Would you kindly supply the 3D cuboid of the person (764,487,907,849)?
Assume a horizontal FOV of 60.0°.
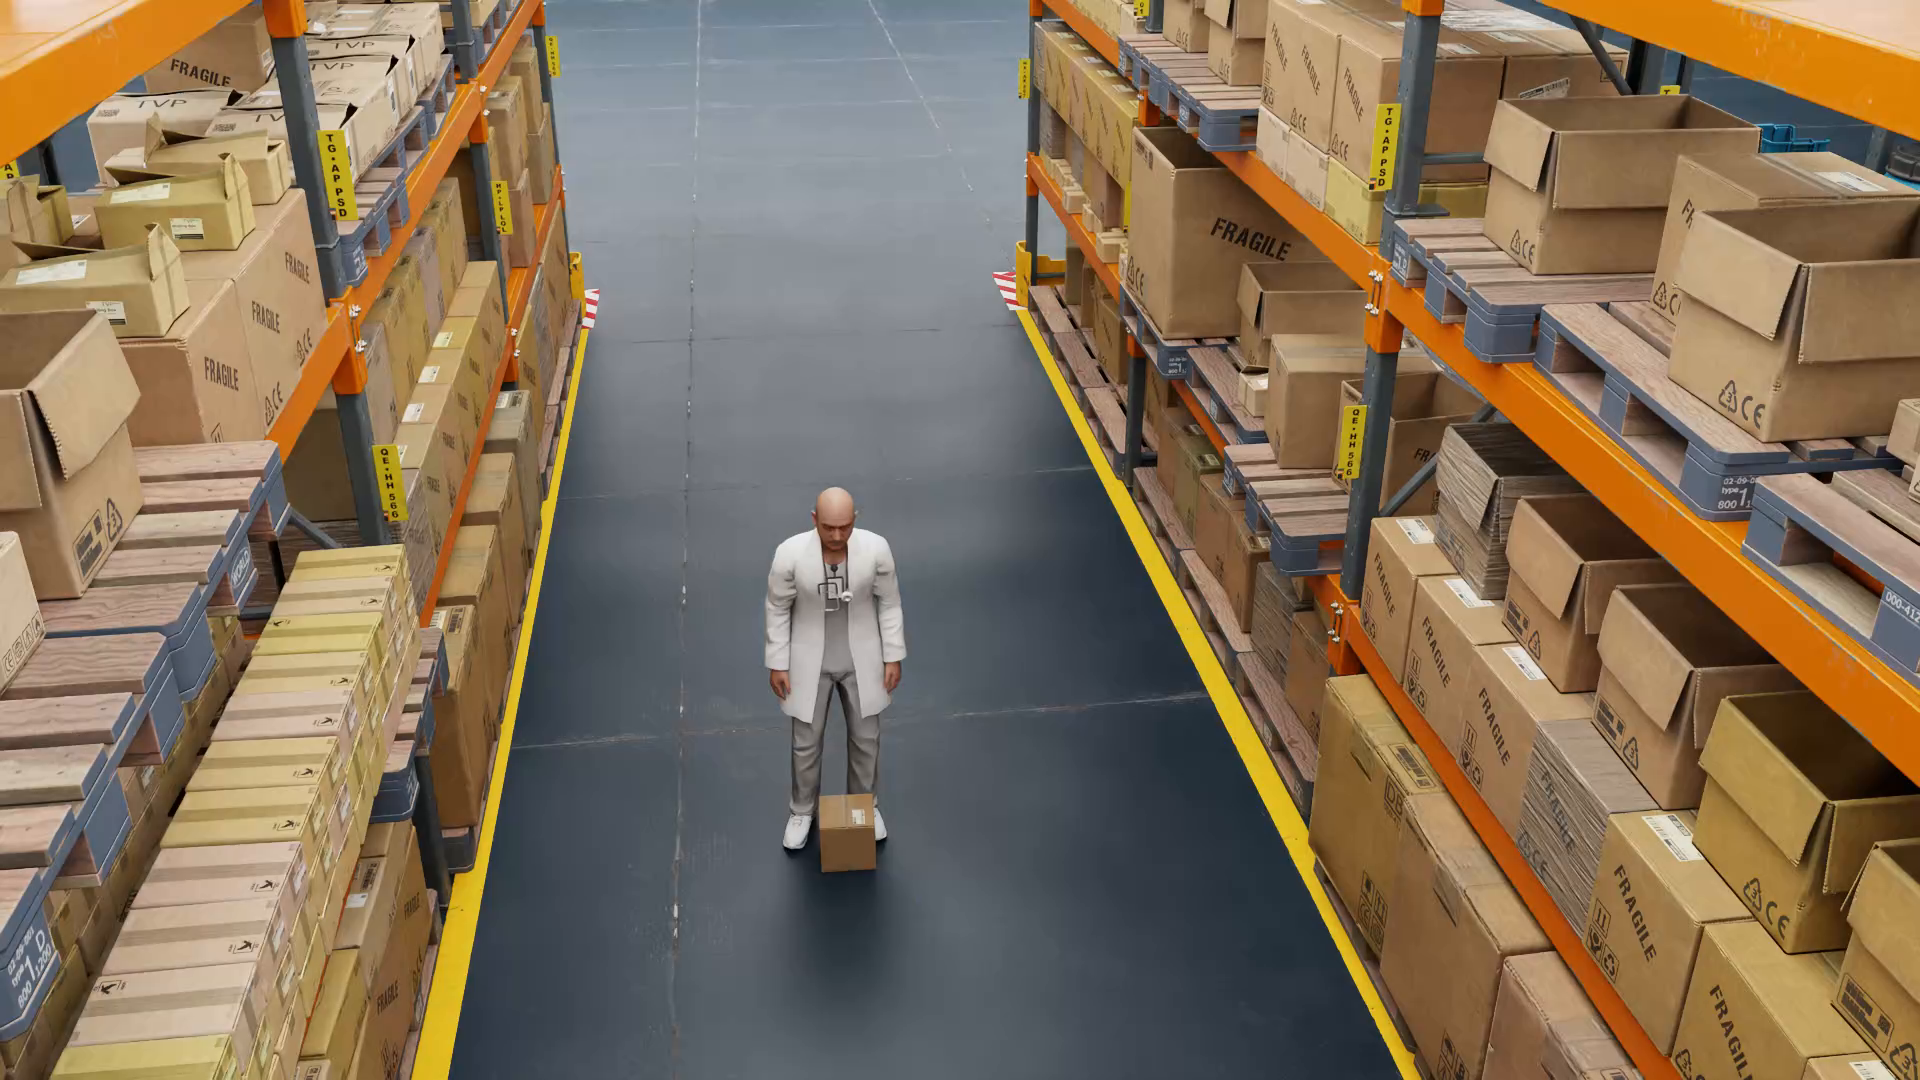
[{"bbox_3d":[-0.562,0.558,7.528,0.643,1.774,0.420,-4,27,-7],"label":"person"}]
